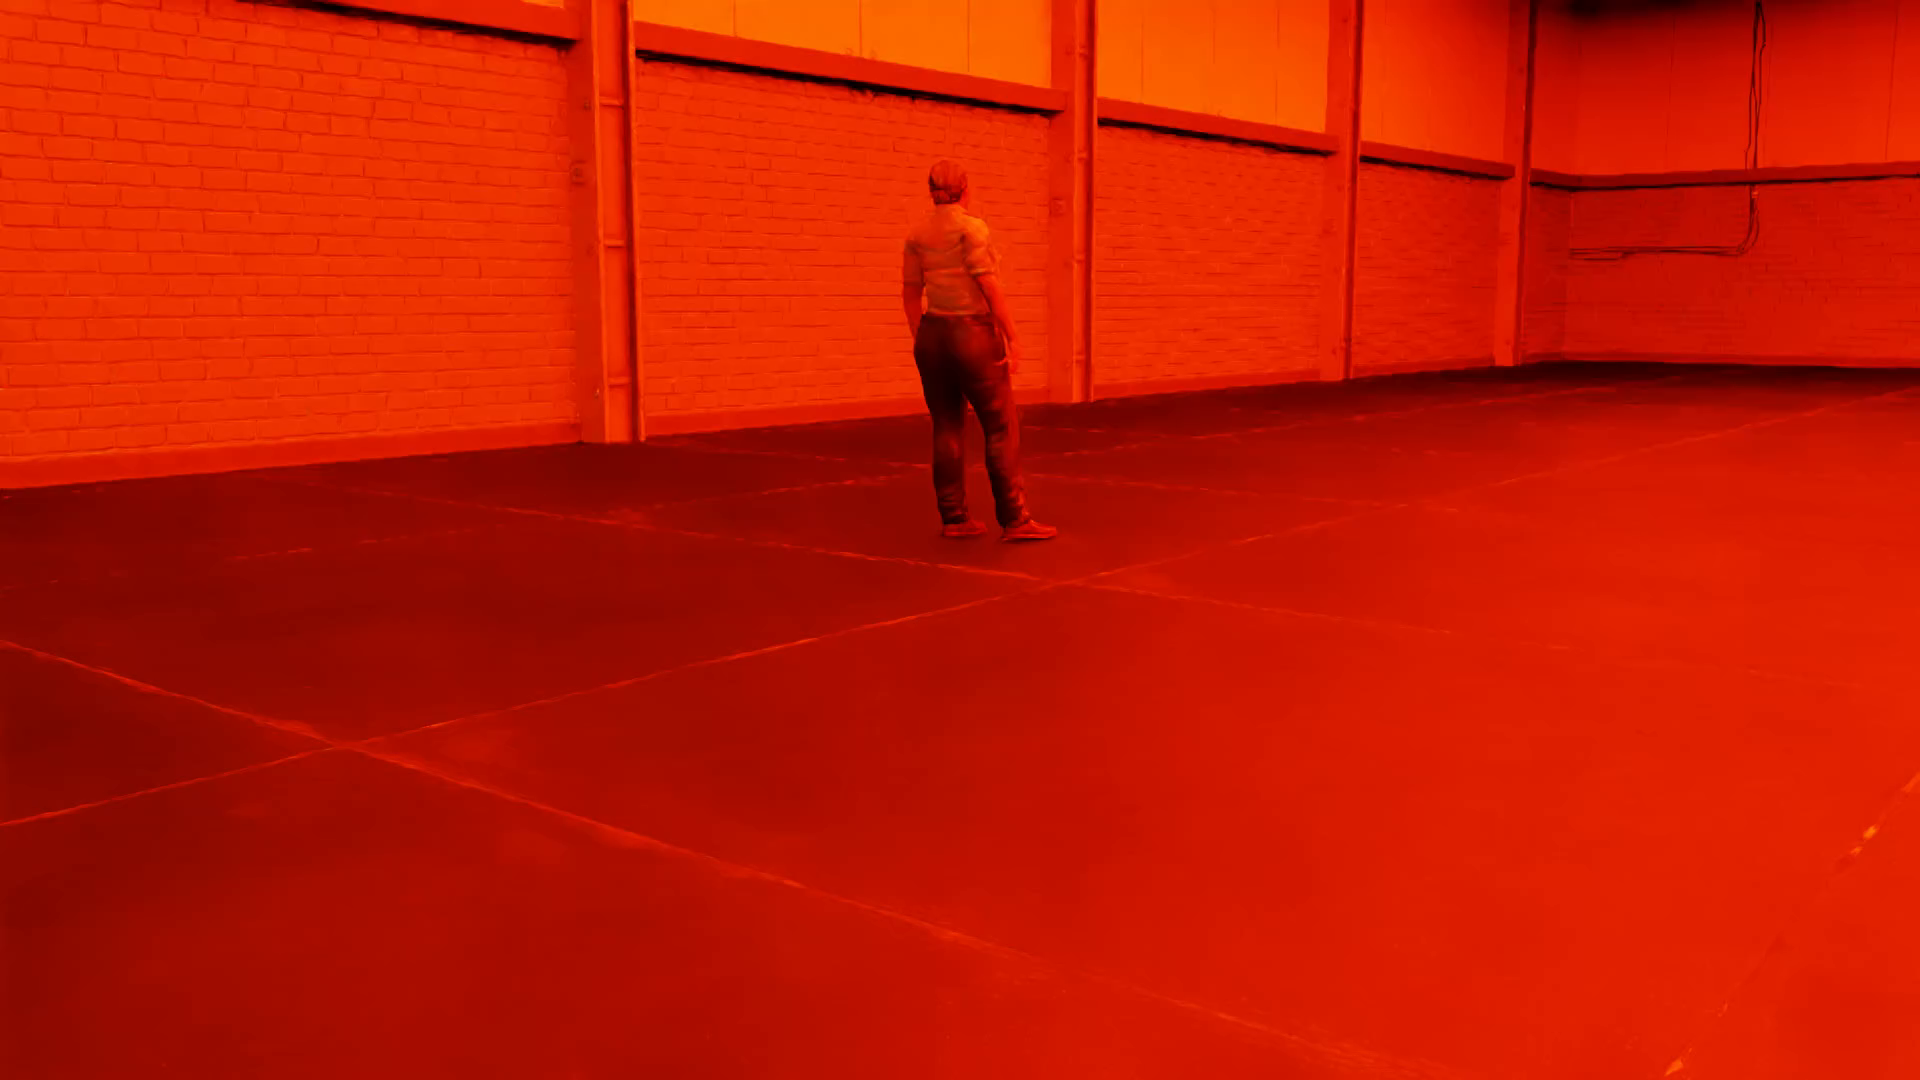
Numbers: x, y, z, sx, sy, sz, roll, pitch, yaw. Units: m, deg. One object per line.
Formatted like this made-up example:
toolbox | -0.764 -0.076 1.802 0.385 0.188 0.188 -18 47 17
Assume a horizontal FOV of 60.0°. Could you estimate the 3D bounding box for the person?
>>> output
person | 0.074 -0.824 7.341 0.599 1.637 0.502 7 11 38
